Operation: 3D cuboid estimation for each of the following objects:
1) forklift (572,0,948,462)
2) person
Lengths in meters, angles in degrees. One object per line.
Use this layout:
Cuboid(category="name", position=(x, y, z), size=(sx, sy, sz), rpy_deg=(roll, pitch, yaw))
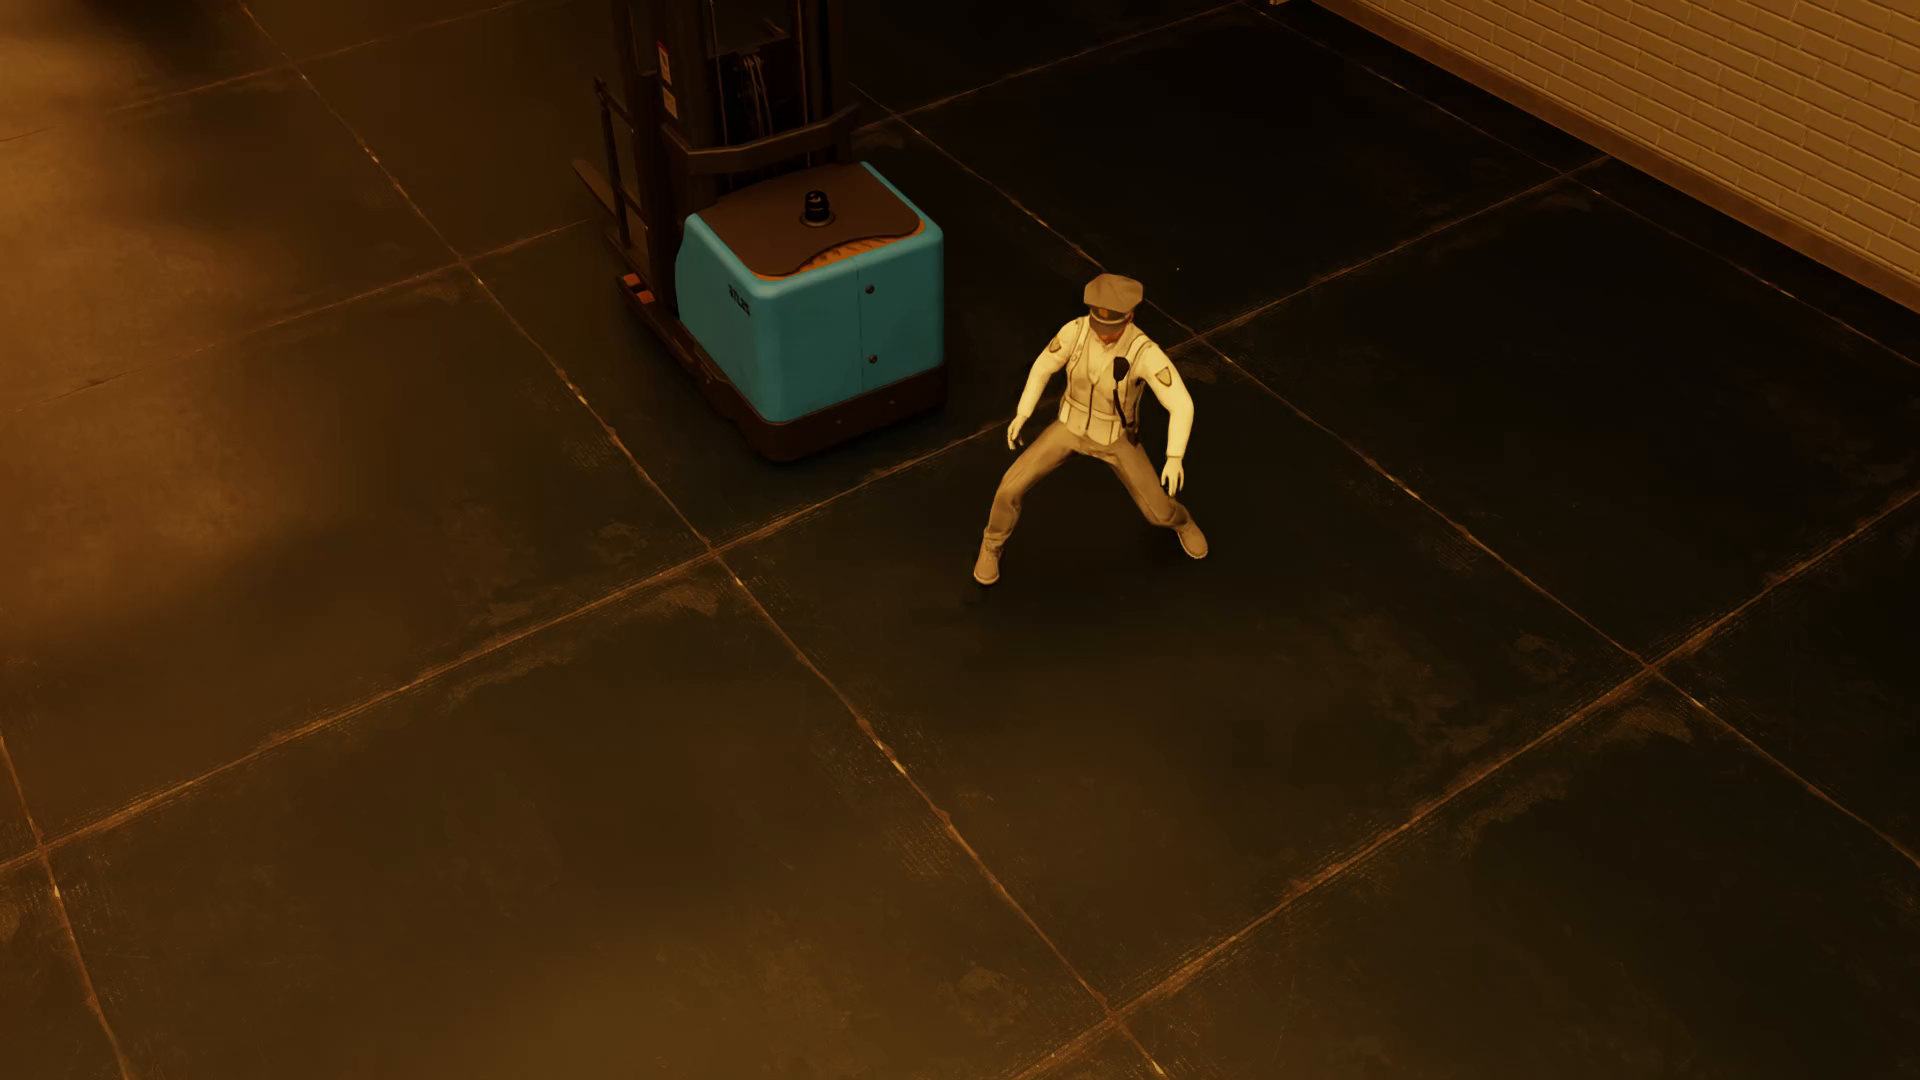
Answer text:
Cuboid(category="forklift", position=(-1.262, -2.439, 8.362), size=(1.130, 2.935, 3.031), rpy_deg=(-23, 47, -23))
Cuboid(category="person", position=(0.614, -0.452, 7.273), size=(0.927, 1.493, 0.858), rpy_deg=(20, 46, 20))
